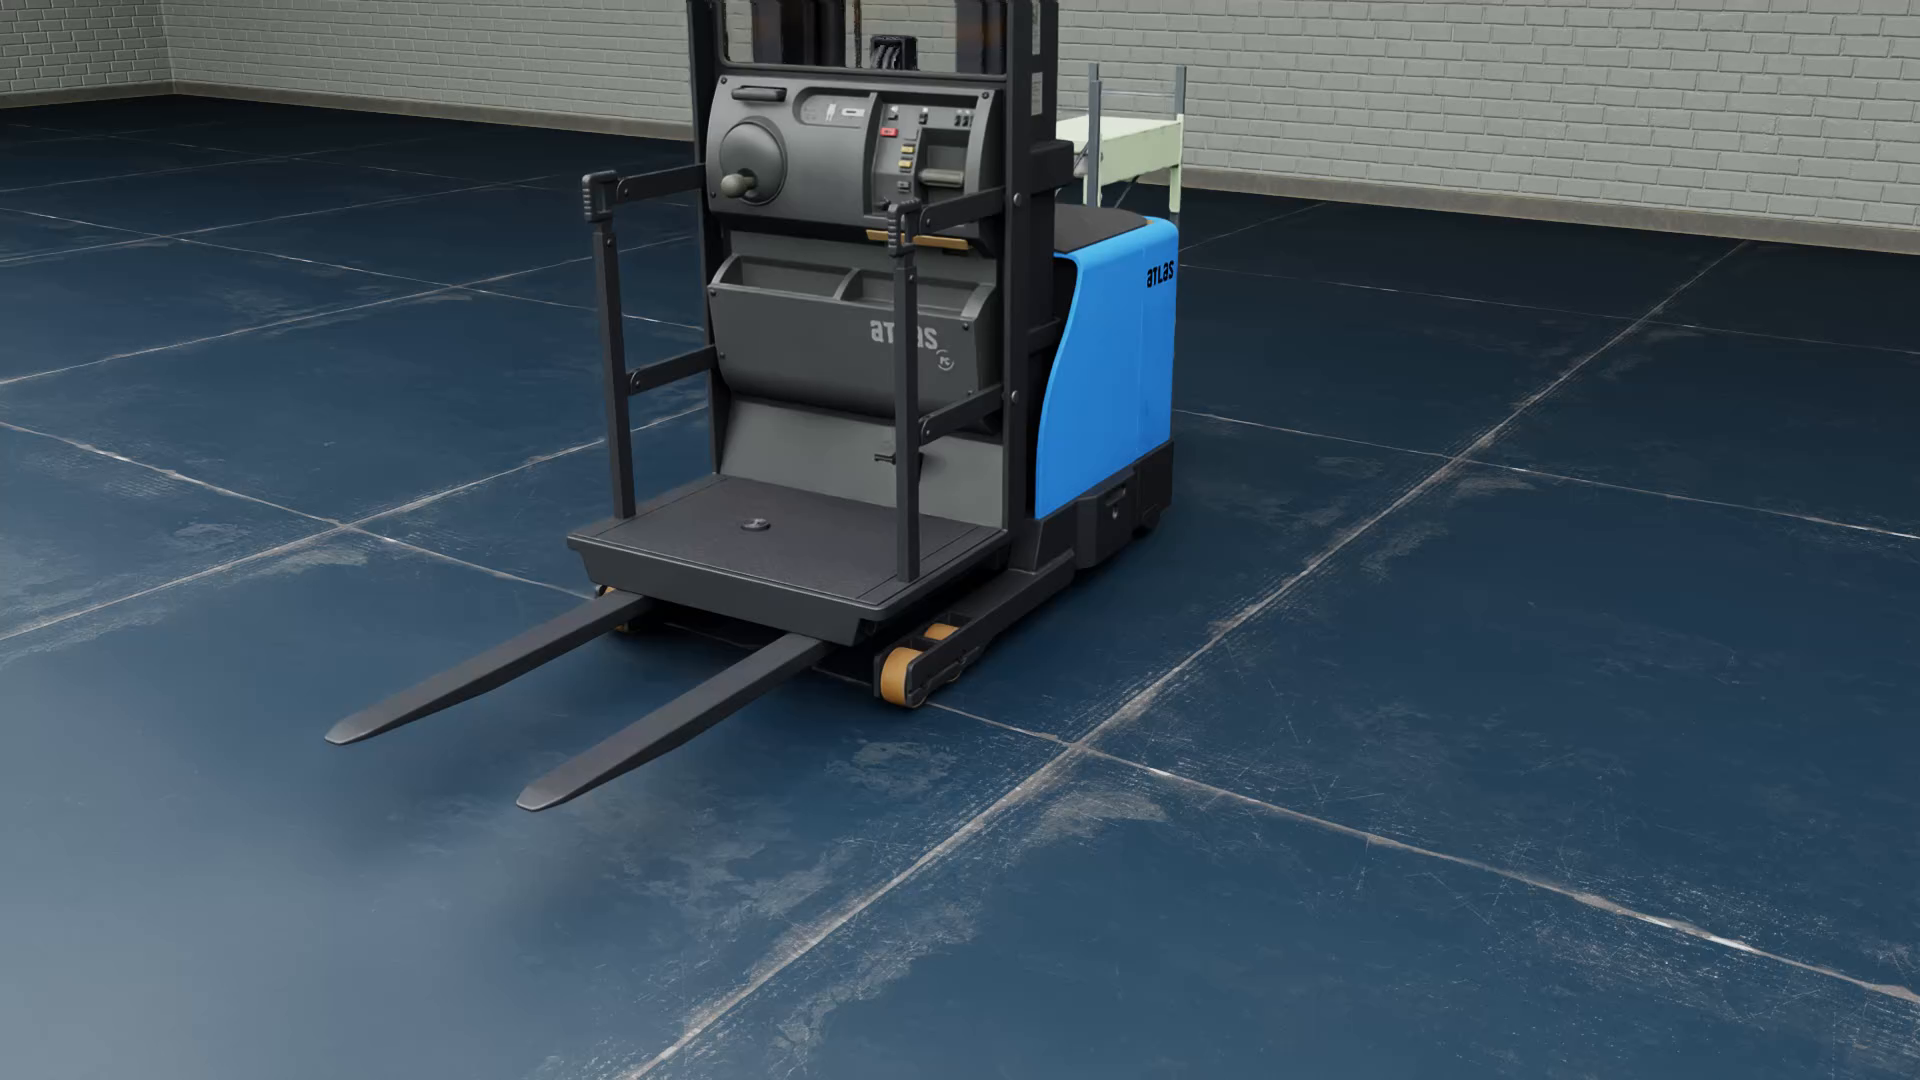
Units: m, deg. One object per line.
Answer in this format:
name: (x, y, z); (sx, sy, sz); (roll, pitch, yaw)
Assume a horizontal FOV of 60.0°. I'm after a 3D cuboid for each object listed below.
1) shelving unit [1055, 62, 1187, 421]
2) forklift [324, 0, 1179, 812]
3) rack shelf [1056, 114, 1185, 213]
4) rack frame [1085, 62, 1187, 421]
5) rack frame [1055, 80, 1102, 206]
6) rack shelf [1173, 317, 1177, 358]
shelving unit: (0.493, -1.008, 6.329); (0.431, 1.500, 0.755); (12, 23, 28)
forklift: (-0.429, -1.098, 4.508); (1.130, 2.935, 3.031); (12, 23, 28)
rack shelf: (0.493, -1.374, 6.193); (0.431, 0.370, 0.720); (12, 23, 28)
rack frame: (0.678, -1.118, 6.624); (0.400, 1.500, 0.023); (12, 23, 28)
rack frame: (0.307, -0.899, 6.033); (0.400, 1.500, 0.023); (12, 23, 28)
rack shelf: (0.493, -0.702, 6.442); (0.431, 0.370, 0.720); (12, 23, 28)
